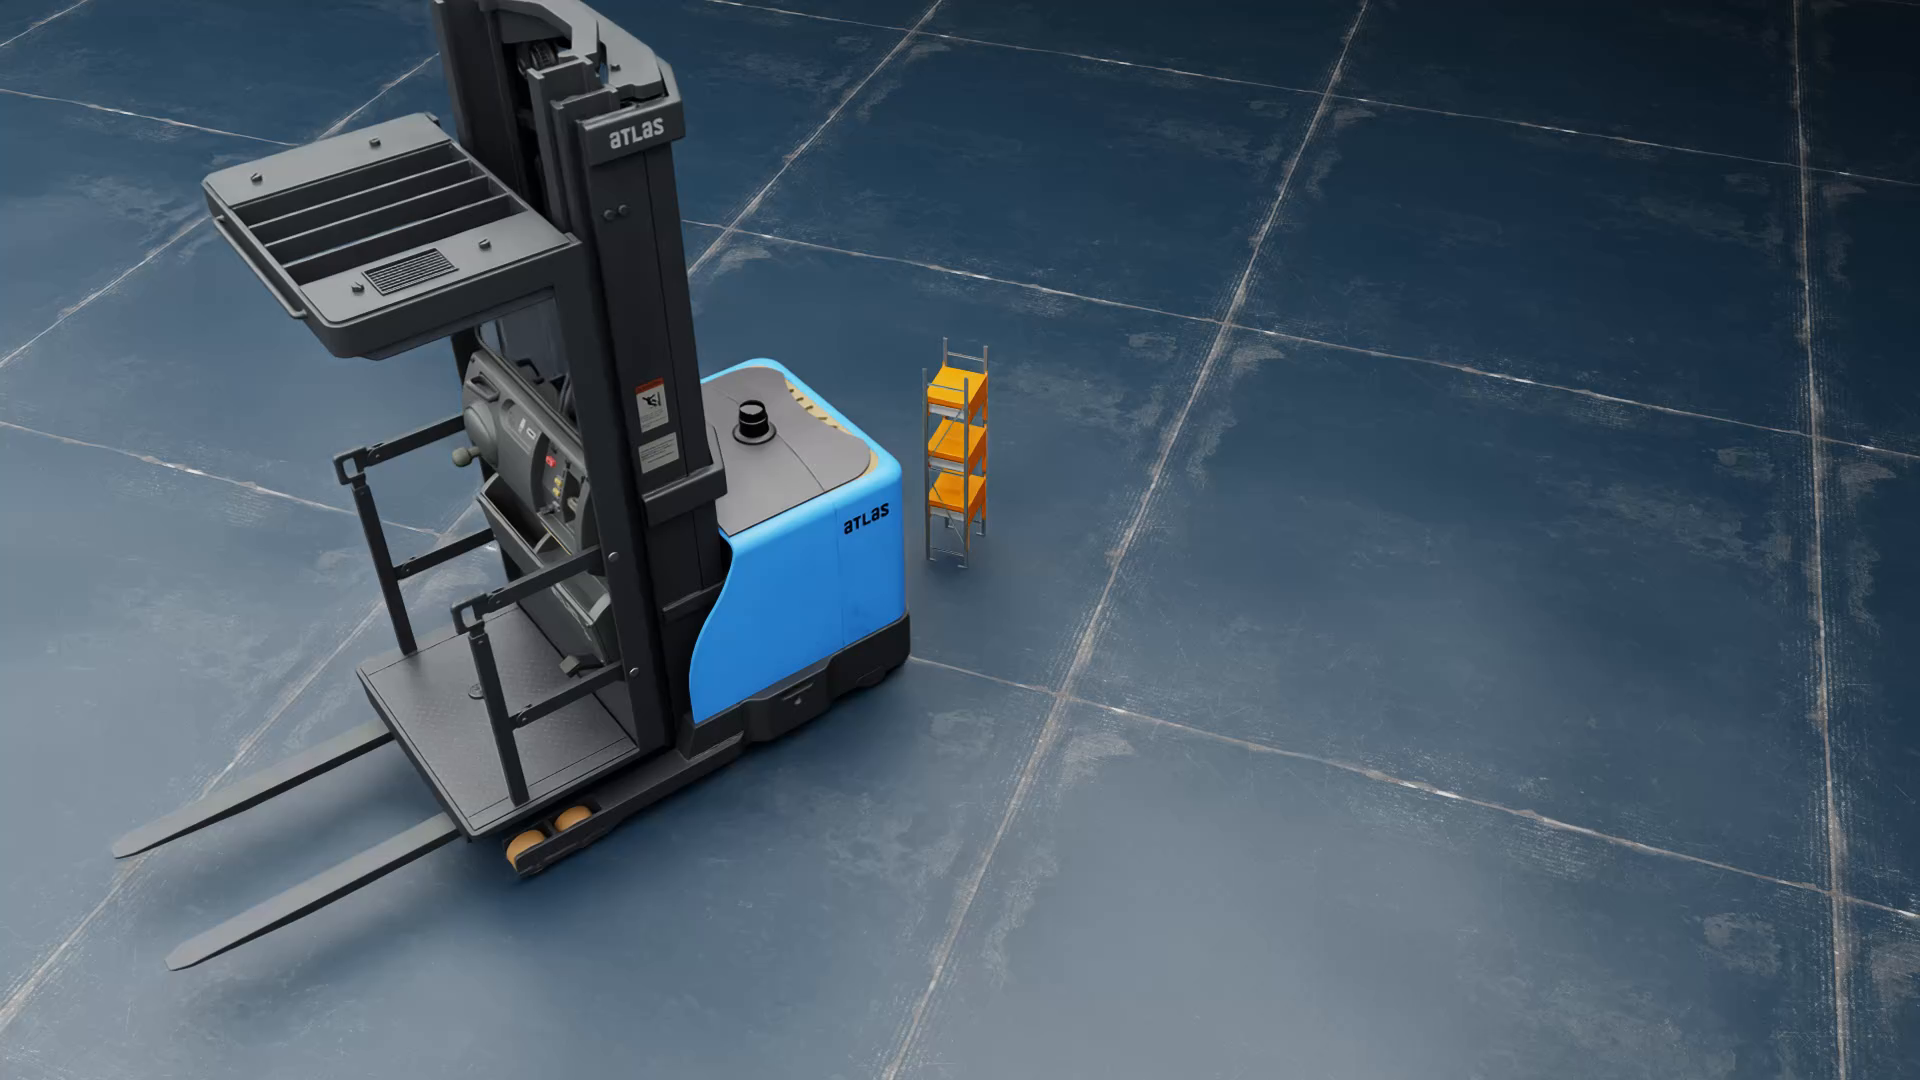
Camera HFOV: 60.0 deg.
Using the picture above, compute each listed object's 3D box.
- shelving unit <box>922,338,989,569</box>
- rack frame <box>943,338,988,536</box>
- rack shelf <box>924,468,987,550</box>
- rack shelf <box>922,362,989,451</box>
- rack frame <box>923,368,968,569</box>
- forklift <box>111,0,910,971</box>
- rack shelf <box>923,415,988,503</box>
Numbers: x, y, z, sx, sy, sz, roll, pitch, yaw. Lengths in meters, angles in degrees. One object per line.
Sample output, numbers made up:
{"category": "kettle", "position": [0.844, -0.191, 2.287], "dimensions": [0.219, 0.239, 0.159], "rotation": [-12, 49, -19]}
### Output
{"category": "shelving unit", "position": [-0.018, -0.367, 7.325], "dimensions": [0.215, 1.050, 0.252], "rotation": [13, 42, 15]}
{"category": "rack frame", "position": [0.023, -0.441, 7.412], "dimensions": [0.200, 1.050, 0.008], "rotation": [13, 42, 15]}
{"category": "rack shelf", "position": [-0.018, -0.147, 7.512], "dimensions": [0.215, 0.259, 0.240], "rotation": [13, 42, 15]}
{"category": "rack shelf", "position": [-0.018, -0.575, 7.147], "dimensions": [0.215, 0.259, 0.240], "rotation": [13, 42, 15]}
{"category": "rack frame", "position": [-0.060, -0.292, 7.237], "dimensions": [0.200, 1.050, 0.008], "rotation": [13, 42, 15]}
{"category": "forklift", "position": [-1.687, -0.253, 5.742], "dimensions": [3.031, 2.935, 1.130], "rotation": [-27, 47, -28]}
{"category": "rack shelf", "position": [-0.018, -0.359, 7.331], "dimensions": [0.215, 0.259, 0.240], "rotation": [13, 42, 15]}
